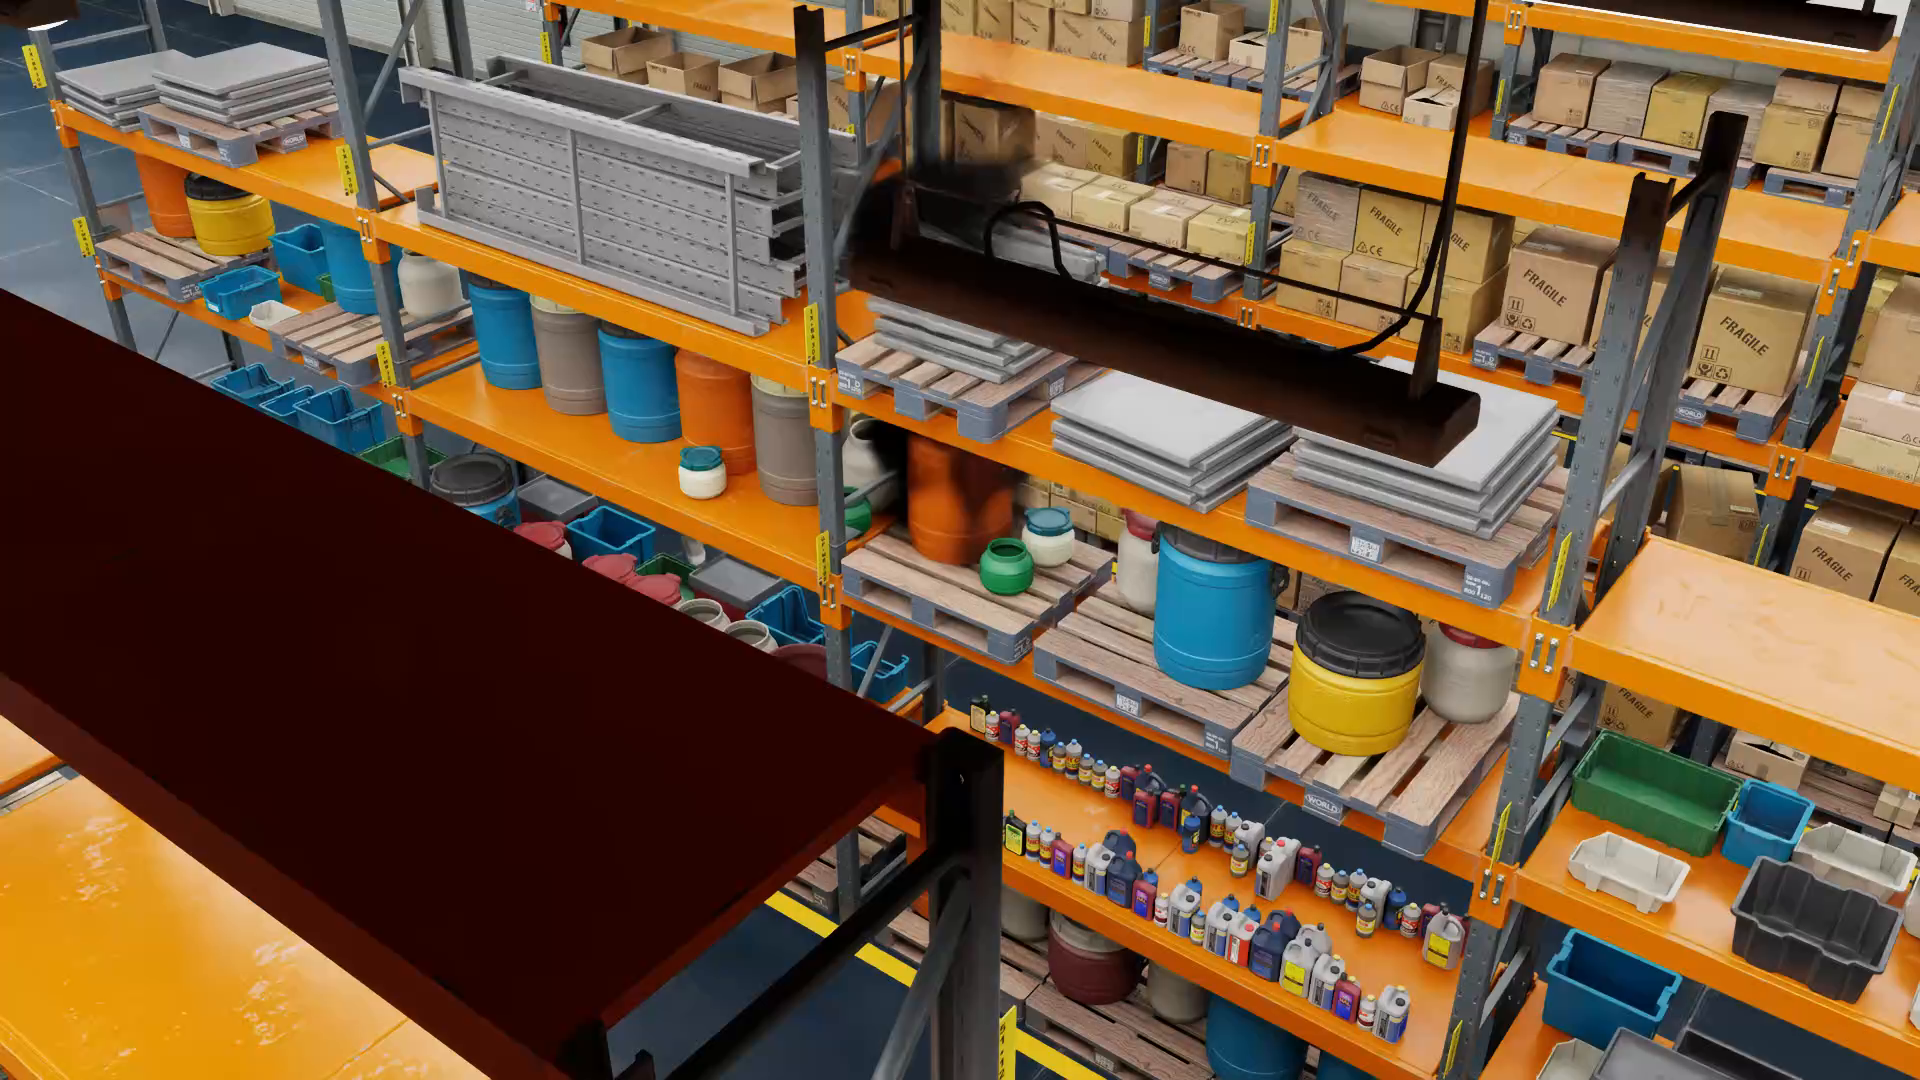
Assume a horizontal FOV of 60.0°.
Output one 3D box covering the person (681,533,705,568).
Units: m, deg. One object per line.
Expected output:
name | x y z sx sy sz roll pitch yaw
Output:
person | -2.062 -0.297 14.060 0.855 1.833 0.608 18 36 27
